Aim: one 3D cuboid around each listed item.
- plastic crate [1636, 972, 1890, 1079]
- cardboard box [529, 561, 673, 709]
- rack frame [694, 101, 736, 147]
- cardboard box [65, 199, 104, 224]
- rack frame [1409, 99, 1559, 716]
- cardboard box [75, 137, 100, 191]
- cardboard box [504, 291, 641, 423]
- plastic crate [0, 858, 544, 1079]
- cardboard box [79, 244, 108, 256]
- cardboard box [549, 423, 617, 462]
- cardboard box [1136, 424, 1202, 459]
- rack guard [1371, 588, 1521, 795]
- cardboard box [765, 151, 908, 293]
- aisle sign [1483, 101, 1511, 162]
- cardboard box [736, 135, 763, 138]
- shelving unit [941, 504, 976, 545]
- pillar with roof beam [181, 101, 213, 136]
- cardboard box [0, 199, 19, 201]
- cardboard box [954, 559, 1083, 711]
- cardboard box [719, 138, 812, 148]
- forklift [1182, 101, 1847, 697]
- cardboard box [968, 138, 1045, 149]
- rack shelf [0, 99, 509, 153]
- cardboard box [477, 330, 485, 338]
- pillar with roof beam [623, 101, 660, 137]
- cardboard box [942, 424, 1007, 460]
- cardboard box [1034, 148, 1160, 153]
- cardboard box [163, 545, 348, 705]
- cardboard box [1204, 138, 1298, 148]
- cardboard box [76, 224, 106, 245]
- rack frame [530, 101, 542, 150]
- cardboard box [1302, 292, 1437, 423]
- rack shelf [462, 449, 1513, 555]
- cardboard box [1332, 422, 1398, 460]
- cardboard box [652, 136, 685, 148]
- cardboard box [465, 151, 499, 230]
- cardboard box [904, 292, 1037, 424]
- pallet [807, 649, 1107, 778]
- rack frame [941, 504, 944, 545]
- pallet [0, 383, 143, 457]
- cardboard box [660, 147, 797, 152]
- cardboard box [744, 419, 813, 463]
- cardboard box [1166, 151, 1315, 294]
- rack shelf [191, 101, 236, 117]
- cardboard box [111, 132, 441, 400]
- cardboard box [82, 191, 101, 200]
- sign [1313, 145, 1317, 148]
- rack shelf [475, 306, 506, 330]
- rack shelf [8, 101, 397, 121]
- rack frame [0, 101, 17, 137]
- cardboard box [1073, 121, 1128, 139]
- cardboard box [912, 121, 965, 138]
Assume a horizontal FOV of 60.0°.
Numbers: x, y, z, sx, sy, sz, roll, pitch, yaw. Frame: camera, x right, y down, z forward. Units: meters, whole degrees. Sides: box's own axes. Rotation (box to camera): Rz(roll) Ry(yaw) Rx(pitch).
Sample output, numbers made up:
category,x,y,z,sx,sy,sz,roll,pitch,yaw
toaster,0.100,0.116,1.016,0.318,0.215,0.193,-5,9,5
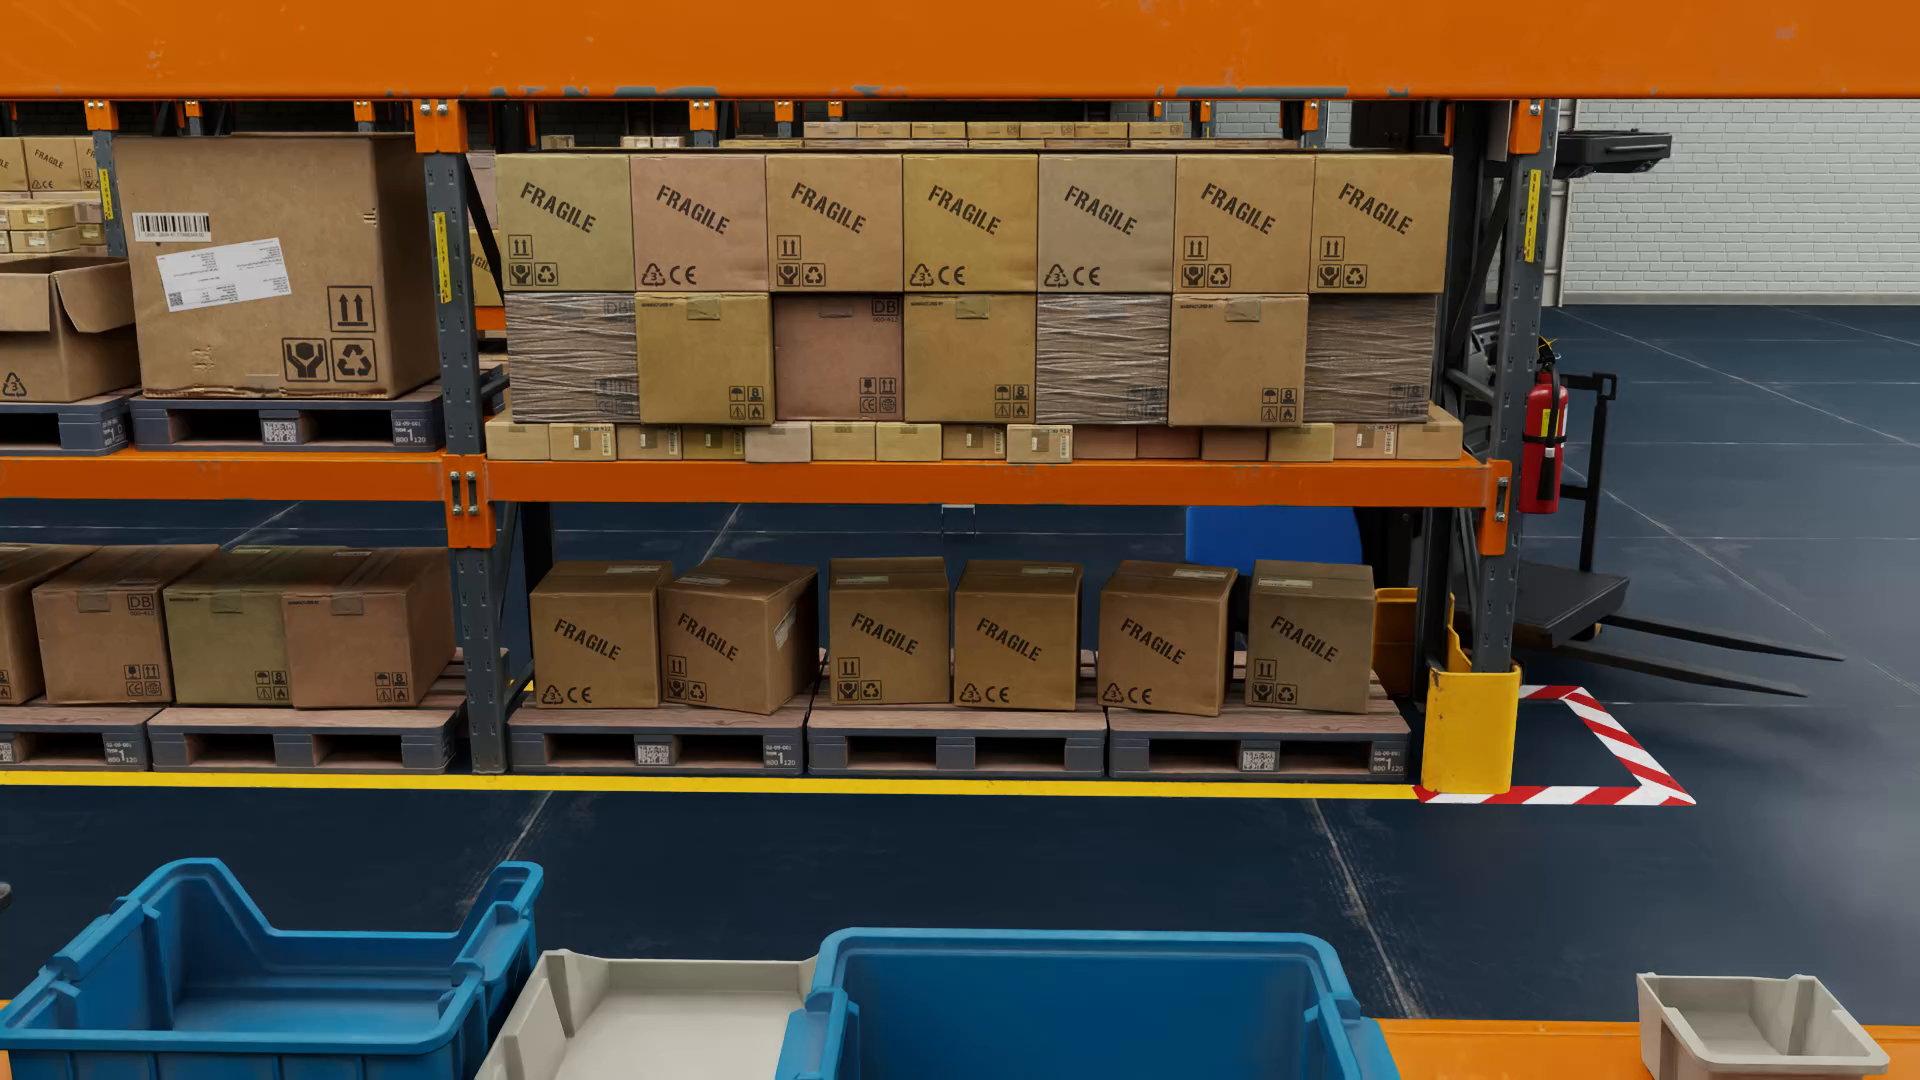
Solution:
category,x,y,z,sx,sy,sz,roll,pitch,yaw
plastic crate,1.087,0.704,2.307,0.250,0.136,0.298,0,15,1
cardboard box,-1.500,0.394,7.043,0.500,0.500,0.500,0,15,0
rack frame,-1.671,-1.889,11.618,0.127,3.000,1.000,0,15,1
cardboard box,-6.131,-2.336,11.818,0.250,0.149,0.380,0,15,2
rack frame,2.100,-0.598,6.728,0.127,3.000,1.000,0,15,1
cardboard box,-8.200,-3.659,16.173,0.500,0.500,0.500,0,15,0
cardboard box,-1.450,-0.798,6.705,0.500,0.500,0.875,0,15,1
plastic crate,-0.912,0.649,2.293,0.616,0.251,0.499,0,15,1
cardboard box,-6.112,-2.051,11.902,0.250,0.149,0.380,0,15,1
cardboard box,-1.442,-0.420,6.544,0.250,0.149,0.380,0,15,1
cardboard box,0.810,-0.434,6.598,0.250,0.149,0.380,0,15,1
rack guard,2.024,0.610,7.048,0.348,0.500,1.175,0,15,1
cardboard box,-0.456,-1.226,6.368,0.500,0.500,0.500,0,15,1
aisle sign,2.170,-1.931,6.684,0.004,0.787,0.394,0,15,1
cardboard box,-2.107,-3.954,16.572,0.250,0.149,0.380,0,15,1
shelving unit,-0.008,-0.435,10.225,0.210,0.900,0.258,0,15,1
pillar with roof beam,-10.303,-6.507,17.363,0.400,9.000,9.100,0,15,1
cardboard box,-6.905,-2.342,11.840,0.250,0.149,0.380,0,15,-1
cardboard box,0.252,0.395,7.040,0.500,0.500,0.500,2,15,7
cardboard box,-1.303,-2.472,11.419,0.550,0.550,0.875,0,15,1
forklift,2.616,-0.861,7.858,3.031,2.935,1.130,12,19,39
cardboard box,0.316,-2.458,11.366,0.500,0.550,0.875,0,15,1
rack shelf,-3.898,-1.740,6.585,4.000,0.370,1.077,0,15,1
cardboard box,-5.080,-2.104,16.762,0.625,0.372,0.950,-1,15,-2
pillar with roof beam,-4.305,-6.468,17.215,0.400,9.000,9.100,0,15,1
cardboard box,0.060,-0.428,6.576,0.250,0.149,0.380,0,15,1
cardboard box,0.558,-1.355,6.857,0.500,0.500,0.500,0,15,1
cardboard box,-2.988,0.354,7.155,0.500,0.500,0.700,0,15,1
cardboard box,1.958,-2.469,11.409,0.550,0.550,0.875,0,15,1
cardboard box,-6.148,-2.194,11.863,0.250,0.149,0.380,1,15,4
rack frame,-5.521,-4.444,21.302,0.127,3.000,1.000,0,15,1
cardboard box,1.551,-0.801,6.717,0.500,0.500,0.875,0,15,1
rack shelf,0.101,-0.263,6.869,4.000,0.370,1.077,0,15,1
cardboard box,1.560,-0.428,6.574,0.250,0.149,0.380,0,15,1
cardboard box,-2.802,-3.807,16.016,0.250,0.149,0.380,0,15,0
cardboard box,-3.187,-2.428,11.508,0.500,0.500,0.700,0,15,2
cardboard box,0.050,-0.794,6.691,0.500,0.500,0.875,0,15,1
pallet,-0.004,0.727,7.172,1.213,0.211,1.003,0,15,1
rack frame,-0.110,-0.436,10.228,0.006,0.900,0.240,0,15,1
pallet,-3.917,-0.555,6.940,1.213,0.211,1.003,0,15,1
cardboard box,-0.942,-1.364,6.892,0.500,0.500,0.500,0,15,1
cardboard box,-0.692,-0.414,6.521,0.250,0.149,0.380,0,15,1
cardboard box,1.044,-1.216,6.331,0.500,0.500,0.500,0,15,1
rack shelf,-7.521,-5.559,21.061,4.000,0.370,1.077,0,15,1
cardboard box,-2.689,-1.158,6.851,1.000,1.000,1.000,0,15,2
cardboard box,-8.185,-3.292,16.251,0.500,0.250,0.500,1,15,2
sign,2.300,-2.399,10.817,0.005,0.325,0.100,0,15,1
rack shelf,-3.670,-1.554,11.759,4.000,0.370,1.077,0,15,1
rack shelf,-7.644,-4.293,16.263,4.000,0.370,1.077,0,15,1
rack frame,-9.643,-3.204,16.603,0.127,3.000,1.000,0,15,1
cardboard box,1.331,-3.754,15.950,0.500,0.500,0.700,1,15,2
cardboard box,-0.200,-3.750,15.934,0.500,0.500,0.700,0,15,0
